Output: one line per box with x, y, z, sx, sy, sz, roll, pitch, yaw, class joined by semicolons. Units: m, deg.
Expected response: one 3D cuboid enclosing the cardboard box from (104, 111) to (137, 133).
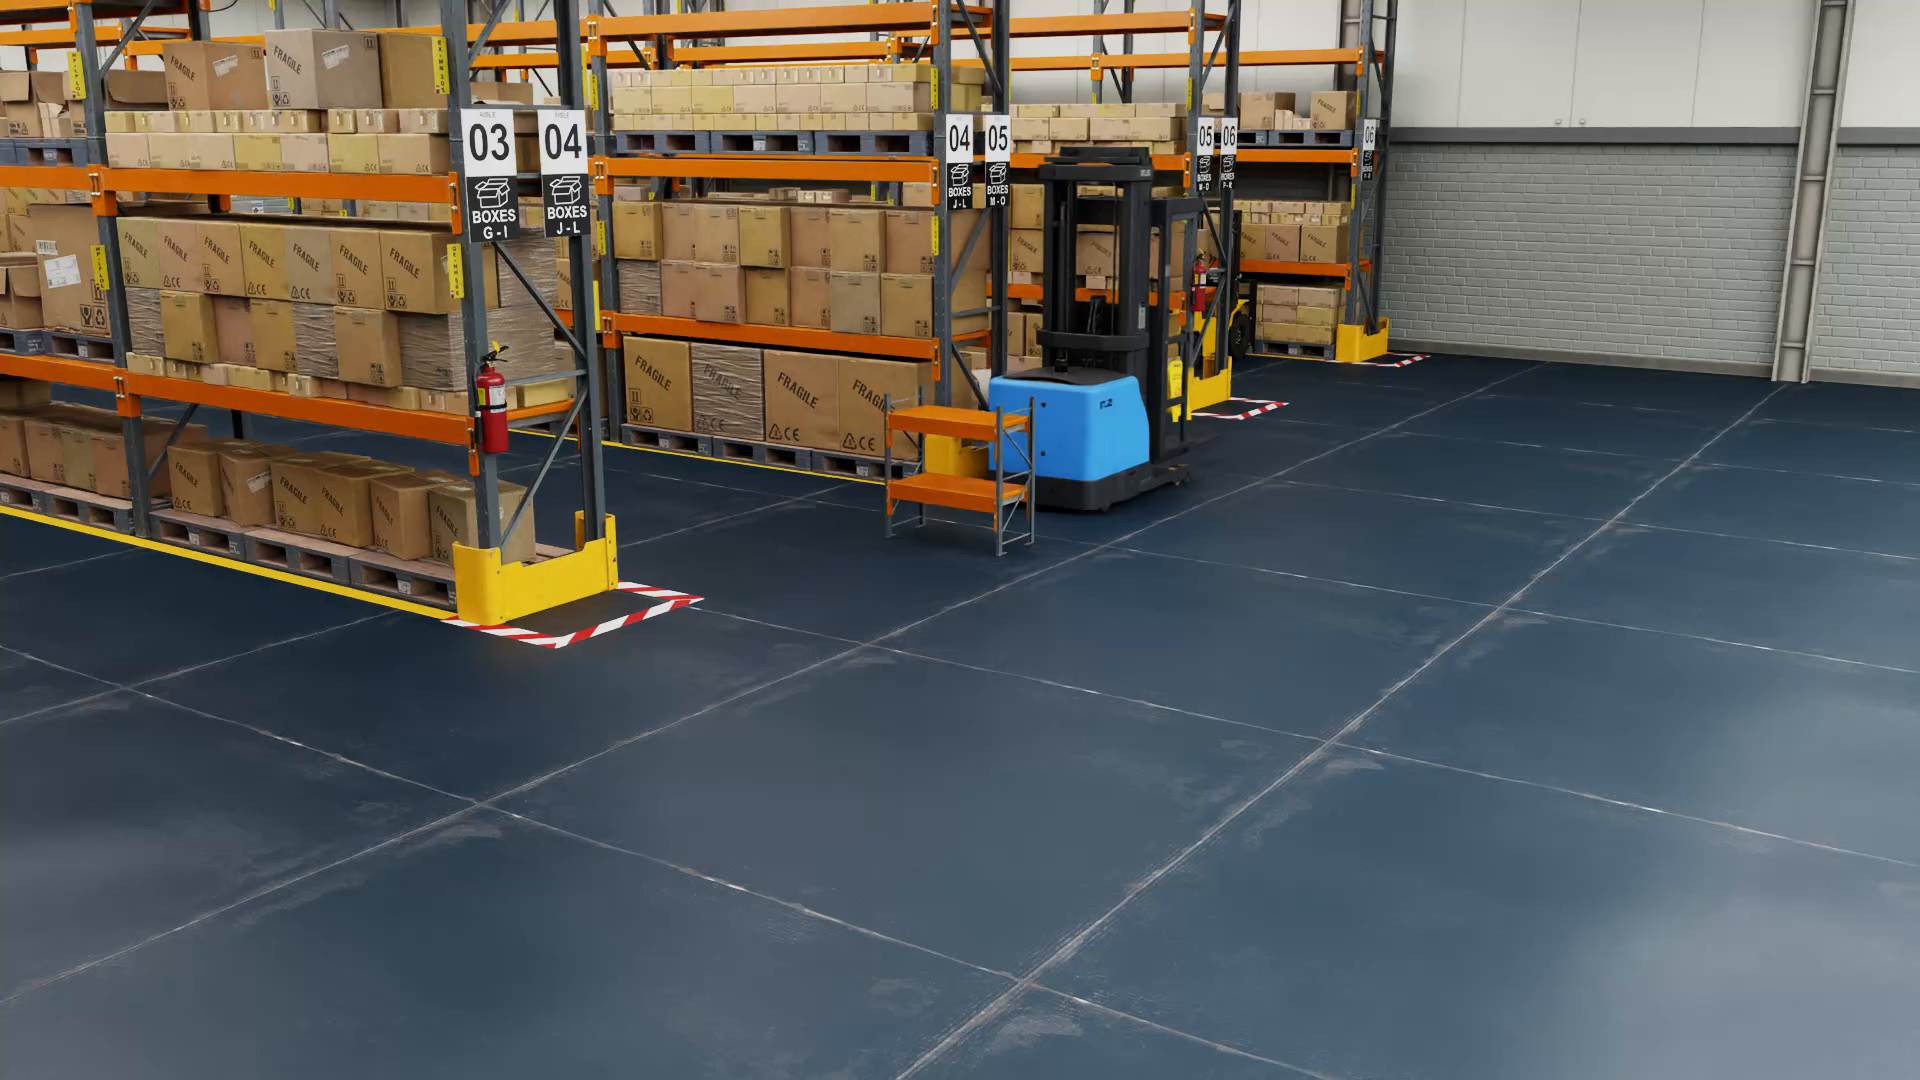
-5.968;-3.039;12.098;0.250;0.149;0.380;9;16;31;cardboard box

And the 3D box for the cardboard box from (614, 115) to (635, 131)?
-3.102;-4.013;15.989;0.250;0.149;0.380;9;16;32;cardboard box

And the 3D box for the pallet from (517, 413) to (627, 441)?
-3.896;-1.278;17.545;1.213;0.211;1.003;9;17;33;pallet

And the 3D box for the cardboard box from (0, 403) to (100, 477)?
-7.876;-0.872;14.388;0.500;0.500;0.700;11;18;37;cardboard box

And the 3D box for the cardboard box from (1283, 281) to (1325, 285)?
4.841;-3.520;23.568;0.500;0.250;0.500;9;17;33;cardboard box

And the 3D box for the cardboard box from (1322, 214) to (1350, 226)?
5.107;-4.351;22.600;0.250;0.149;0.380;9;17;34;cardboard box

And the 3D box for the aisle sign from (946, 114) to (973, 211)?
-0.003;-3.199;14.093;0.004;0.787;0.394;9;17;33;aisle sign

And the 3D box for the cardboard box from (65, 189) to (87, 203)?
-11.242;-4.443;21.620;0.500;0.500;0.500;10;17;34;cardboard box

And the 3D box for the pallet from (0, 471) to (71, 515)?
-7.729;-0.481;14.328;1.213;0.211;1.003;9;17;33;pallet

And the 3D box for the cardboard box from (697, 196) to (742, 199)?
-3.322;-4.471;22.941;0.500;0.500;0.500;9;16;31;cardboard box

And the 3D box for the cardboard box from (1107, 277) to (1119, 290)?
1.881;-2.943;18.992;0.250;0.149;0.380;9;16;32;cardboard box

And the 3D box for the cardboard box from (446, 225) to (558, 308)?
-3.051;-1.837;11.095;0.500;0.500;0.500;9;17;33;cardboard box

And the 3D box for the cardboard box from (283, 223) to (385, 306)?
-4.173;-1.867;11.216;0.500;0.500;0.500;9;17;33;cardboard box

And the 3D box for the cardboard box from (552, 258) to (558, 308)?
-4.215;-2.676;17.182;0.500;0.500;0.500;9;17;32;cardboard box

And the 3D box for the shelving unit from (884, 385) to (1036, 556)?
-0.006;-0.547;12.692;1.048;1.125;0.538;9;17;33;shelving unit

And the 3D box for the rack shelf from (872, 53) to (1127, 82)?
0.573;-7.171;25.392;4.000;0.370;1.077;9;17;33;rack shelf

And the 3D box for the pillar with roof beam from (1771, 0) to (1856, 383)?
8.052;-5.519;16.392;0.400;9.000;9.100;9;17;33;pillar with roof beam

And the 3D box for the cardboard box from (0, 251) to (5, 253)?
-13.085;-3.921;22.944;0.250;0.149;0.380;9;17;32;cardboard box

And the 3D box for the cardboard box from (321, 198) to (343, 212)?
-9.820;-5.497;26.500;0.500;0.500;0.500;9;16;31;cardboard box

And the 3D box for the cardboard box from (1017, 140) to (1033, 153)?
0.868;-4.579;19.360;0.250;0.149;0.380;9;17;33;cardboard box

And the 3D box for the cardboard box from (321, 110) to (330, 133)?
-3.947;-2.743;10.901;0.250;0.149;0.380;9;17;33;cardboard box

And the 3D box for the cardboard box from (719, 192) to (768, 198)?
-3.700;-5.680;28.443;0.500;0.500;0.700;9;17;33;cardboard box

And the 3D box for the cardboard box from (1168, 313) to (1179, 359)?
2.249;-2.406;19.590;0.500;0.500;0.500;9;16;31;cardboard box

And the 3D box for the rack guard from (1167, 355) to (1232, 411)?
2.721;-1.804;19.069;0.348;0.500;1.175;9;17;33;rack guard

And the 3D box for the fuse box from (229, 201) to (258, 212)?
-13.891;-5.678;32.199;0.414;1.711;0.539;9;17;33;fuse box

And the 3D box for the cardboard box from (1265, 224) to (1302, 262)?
4.571;-4.131;23.059;0.500;0.500;0.500;10;17;35;cardboard box

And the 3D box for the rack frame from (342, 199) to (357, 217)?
-6.533;-3.079;19.020;0.127;3.000;1.000;9;17;33;rack frame

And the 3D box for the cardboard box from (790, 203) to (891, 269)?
-1.078;-2.818;15.407;0.550;0.550;0.875;9;17;33;cardboard box

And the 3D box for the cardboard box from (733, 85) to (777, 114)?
-1.705;-3.999;15.103;0.500;0.250;0.500;9;17;33;cardboard box

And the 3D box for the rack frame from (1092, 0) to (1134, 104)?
2.232;-7.446;24.174;0.127;3.000;1.000;9;17;33;rack frame

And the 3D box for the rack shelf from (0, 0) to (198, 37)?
-7.725;-4.204;13.410;4.000;0.370;1.077;9;17;33;rack shelf

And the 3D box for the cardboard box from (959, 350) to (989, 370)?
0.253;-2.210;20.357;0.500;0.250;0.500;10;17;36;cardboard box

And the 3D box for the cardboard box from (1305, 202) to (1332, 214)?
4.914;-4.538;22.735;0.250;0.149;0.380;9;17;33;cardboard box

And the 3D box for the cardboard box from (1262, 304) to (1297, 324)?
4.563;-3.181;23.240;0.500;0.250;0.500;9;17;32;cardboard box

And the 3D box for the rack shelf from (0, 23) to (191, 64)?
-11.512;-6.445;21.636;4.000;0.370;1.077;9;17;33;rack shelf

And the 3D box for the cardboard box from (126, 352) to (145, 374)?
-6.055;-1.357;12.584;0.250;0.149;0.380;9;17;33;cardboard box

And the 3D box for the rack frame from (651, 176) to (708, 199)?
-3.854;-4.080;23.062;0.127;3.000;1.000;9;17;33;rack frame

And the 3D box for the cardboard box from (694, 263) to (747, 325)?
-2.050;-2.403;15.977;0.550;0.550;0.875;9;17;33;cardboard box

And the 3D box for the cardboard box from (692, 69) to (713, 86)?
-2.254;-4.263;15.343;0.250;0.149;0.380;9;17;33;cardboard box

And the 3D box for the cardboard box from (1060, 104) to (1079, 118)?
1.341;-4.906;19.021;0.250;0.149;0.380;9;16;31;cardboard box

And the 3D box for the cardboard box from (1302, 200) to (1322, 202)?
4.966;-4.667;23.257;0.250;0.149;0.380;10;17;34;cardboard box

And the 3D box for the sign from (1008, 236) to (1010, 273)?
0.420;-2.575;15.016;0.005;0.325;0.100;9;17;33;sign

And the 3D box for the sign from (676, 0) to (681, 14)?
-4.724;-8.905;27.959;0.005;0.325;0.100;9;17;33;sign

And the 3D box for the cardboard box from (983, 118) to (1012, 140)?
0.519;-4.820;19.504;0.500;0.250;0.500;9;17;33;cardboard box

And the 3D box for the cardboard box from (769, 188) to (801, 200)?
-2.339;-4.628;22.226;0.250;0.149;0.380;8;16;30;cardboard box

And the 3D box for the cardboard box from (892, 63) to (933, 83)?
-0.364;-3.957;14.106;0.250;0.149;0.380;9;17;33;cardboard box

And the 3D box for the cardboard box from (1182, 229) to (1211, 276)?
2.546;-3.319;19.160;0.500;0.500;0.500;9;16;32;cardboard box

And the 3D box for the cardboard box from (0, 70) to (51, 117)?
-8.016;-3.701;14.040;0.500;0.500;0.500;10;17;34;cardboard box

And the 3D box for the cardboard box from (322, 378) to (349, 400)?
-4.145;-1.070;11.428;0.250;0.149;0.380;9;17;33;cardboard box

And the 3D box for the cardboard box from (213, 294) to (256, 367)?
-4.861;-1.567;12.082;0.500;0.500;0.875;9;17;33;cardboard box

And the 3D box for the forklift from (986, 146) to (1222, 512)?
1.432;-1.958;14.632;1.130;2.935;3.031;9;16;31;forklift

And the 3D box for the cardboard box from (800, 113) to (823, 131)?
-1.205;-3.706;14.752;0.250;0.149;0.380;9;16;32;cardboard box
